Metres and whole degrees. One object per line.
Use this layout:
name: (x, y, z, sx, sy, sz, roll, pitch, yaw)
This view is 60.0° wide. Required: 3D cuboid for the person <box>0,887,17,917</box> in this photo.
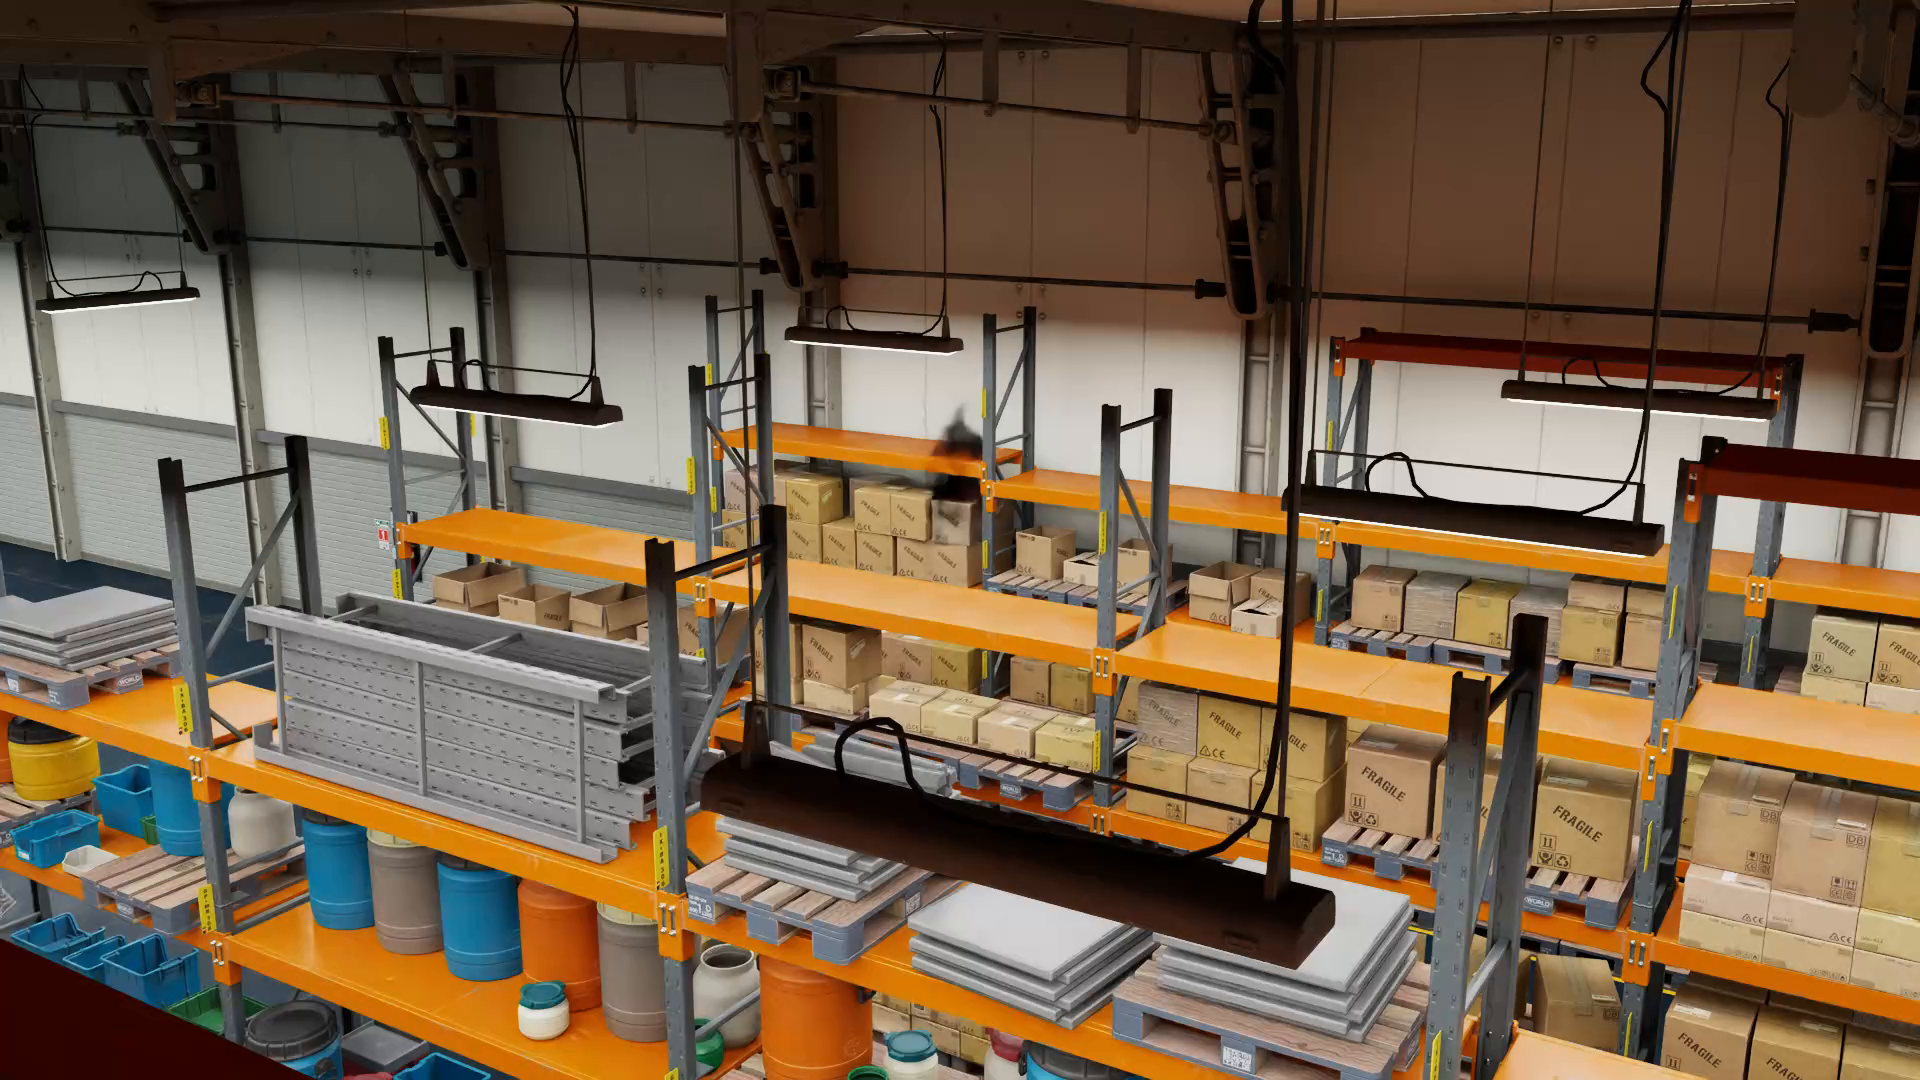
person: (-10.127, 3.175, 16.827, 0.862, 1.724, 0.595, -7, 16, -27)
